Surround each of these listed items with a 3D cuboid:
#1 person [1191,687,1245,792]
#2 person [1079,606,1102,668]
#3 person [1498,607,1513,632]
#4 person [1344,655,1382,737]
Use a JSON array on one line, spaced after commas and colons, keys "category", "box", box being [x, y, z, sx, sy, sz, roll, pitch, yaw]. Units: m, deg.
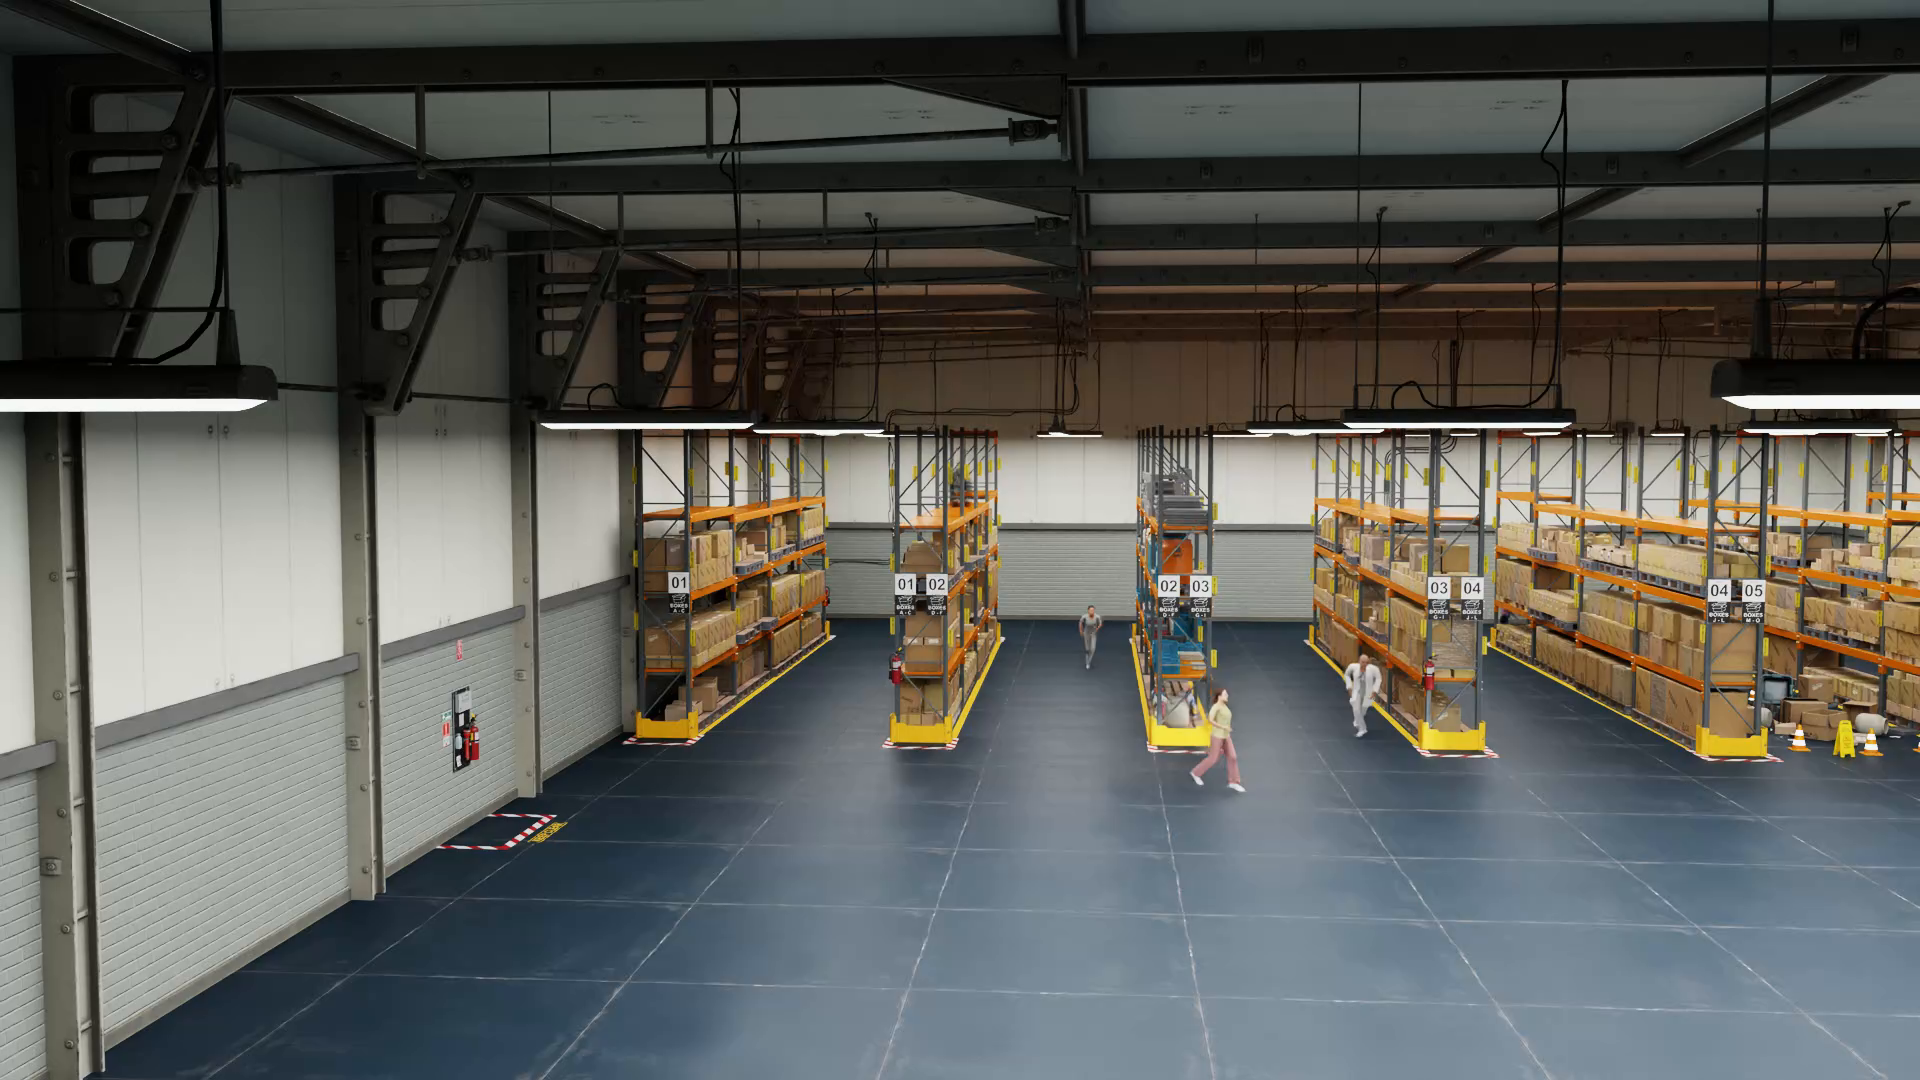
[{"category": "person", "box": [4.266, 3.240, 27.214, 0.975, 1.666, 0.616, 3, 4, 36]}, {"category": "person", "box": [3.282, 2.418, 41.858, 0.554, 1.578, 0.703, 0, 3, -3]}, {"category": "person", "box": [15.580, 2.106, 47.295, 0.755, 1.557, 0.588, 1, 4, 17]}, {"category": "person", "box": [7.840, 2.990, 32.394, 0.716, 1.626, 1.063, 1, 3, 11]}]
